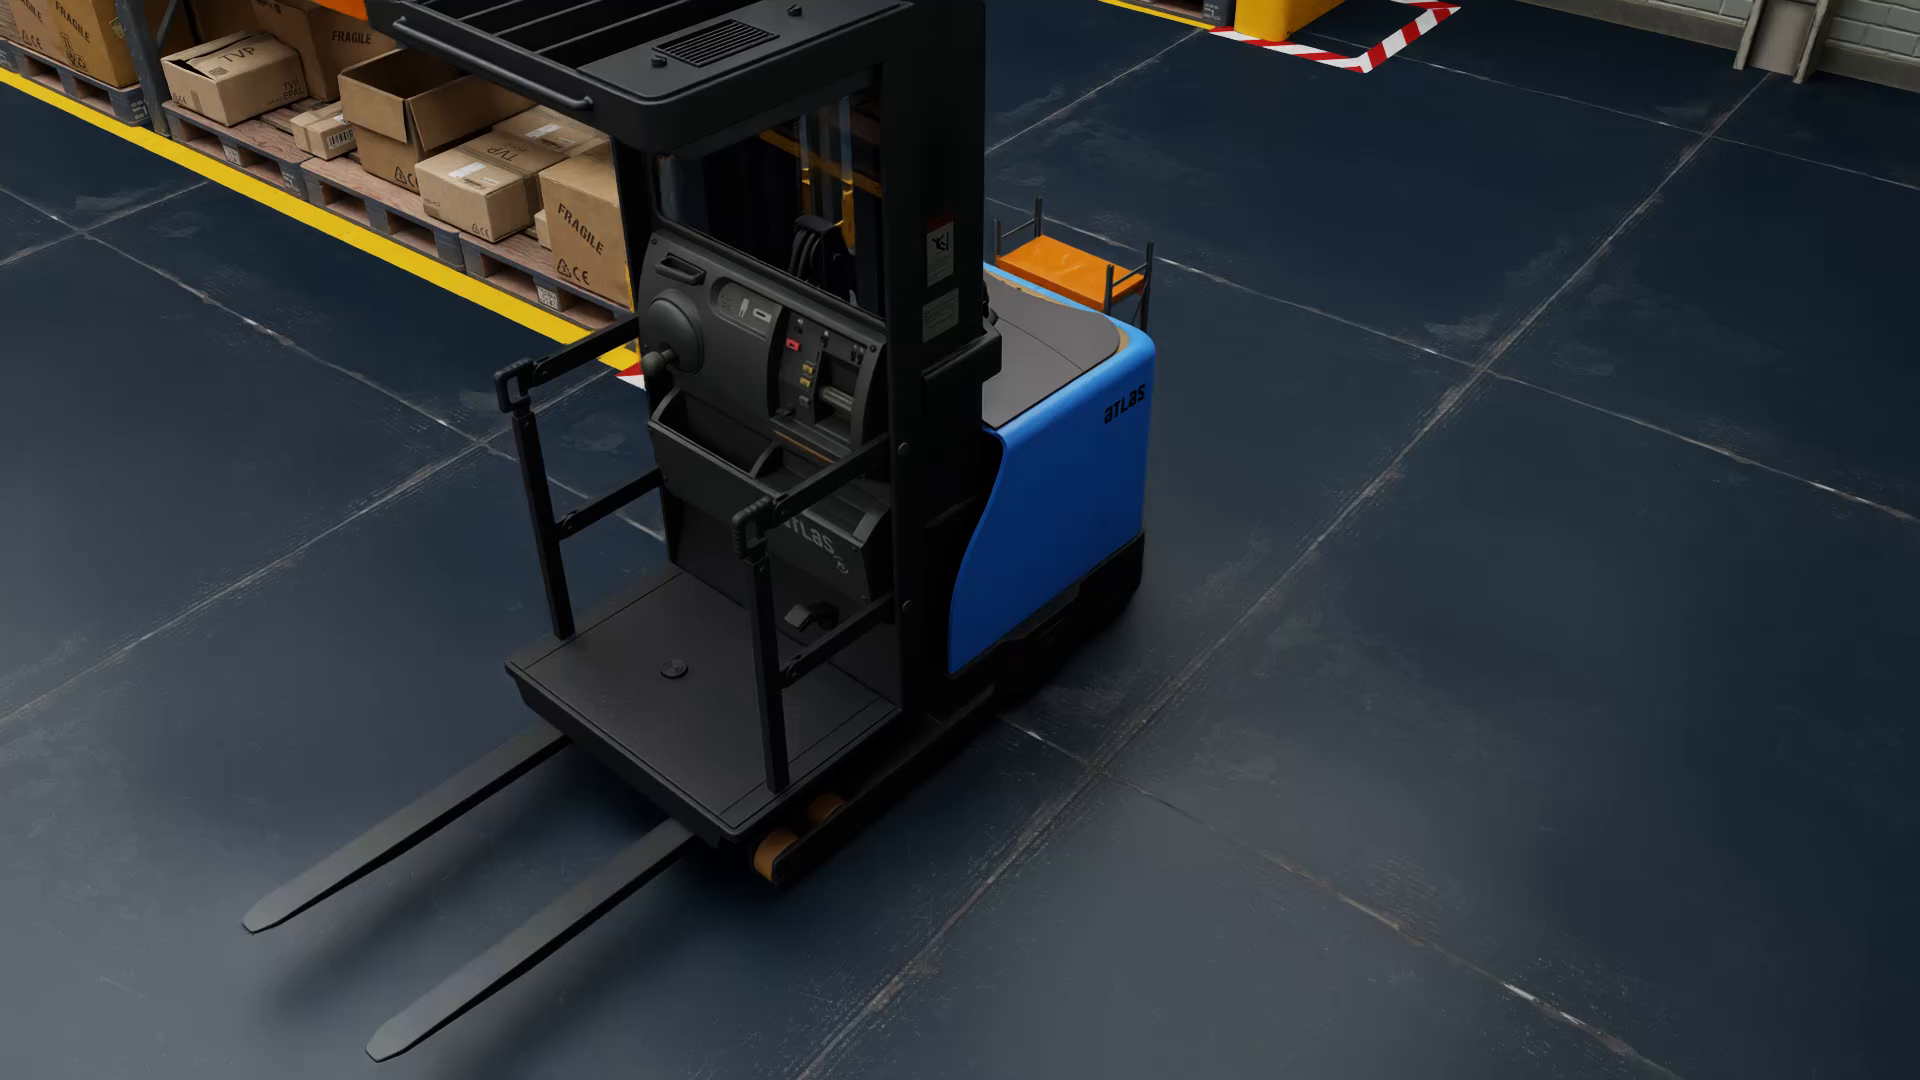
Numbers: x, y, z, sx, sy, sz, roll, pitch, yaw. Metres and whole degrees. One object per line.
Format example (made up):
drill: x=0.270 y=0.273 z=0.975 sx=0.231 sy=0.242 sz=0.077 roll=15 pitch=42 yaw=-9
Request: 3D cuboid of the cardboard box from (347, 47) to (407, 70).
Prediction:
cardboard box: x=-2.825 y=-2.385 z=8.688 sx=0.500 sy=0.311 sz=0.500 roll=25 pitch=45 yaw=29

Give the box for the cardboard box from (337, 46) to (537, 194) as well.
cardboard box: x=-2.551 y=-2.115 z=8.187 sx=0.637 sy=0.503 sz=0.797 roll=25 pitch=45 yaw=29

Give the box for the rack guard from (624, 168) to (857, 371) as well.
rack guard: x=-0.929 y=-1.172 z=7.342 sx=0.348 sy=0.500 sz=1.175 roll=25 pitch=45 yaw=29

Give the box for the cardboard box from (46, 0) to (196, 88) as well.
cardboard box: x=-4.612 y=-2.860 z=9.140 sx=0.500 sy=0.500 sz=0.500 roll=25 pitch=44 yaw=28

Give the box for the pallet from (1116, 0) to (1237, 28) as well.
pallet: x=1.455 y=-3.718 z=10.828 sx=1.213 sy=0.211 sz=1.003 roll=25 pitch=45 yaw=29

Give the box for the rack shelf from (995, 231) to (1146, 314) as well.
rack shelf: x=0.385 y=-0.889 z=5.774 sx=0.480 sy=0.148 sz=0.258 roll=29 pitch=46 yaw=32

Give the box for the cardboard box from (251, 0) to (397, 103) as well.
cardboard box: x=-3.421 y=-2.741 z=8.988 sx=0.500 sy=0.500 sz=0.500 roll=25 pitch=45 yaw=29

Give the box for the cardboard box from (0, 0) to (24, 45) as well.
cardboard box: x=-5.398 y=-3.237 z=9.622 sx=0.500 sy=0.500 sz=0.500 roll=26 pitch=45 yaw=29

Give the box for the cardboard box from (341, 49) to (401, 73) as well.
cardboard box: x=-3.087 y=-2.491 z=8.954 sx=0.250 sy=0.149 sz=0.380 roll=25 pitch=45 yaw=29

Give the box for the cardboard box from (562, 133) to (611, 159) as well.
cardboard box: x=-1.526 y=-1.748 z=7.924 sx=0.500 sy=0.250 sz=0.500 roll=25 pitch=45 yaw=29

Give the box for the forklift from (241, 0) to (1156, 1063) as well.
forklift: x=-0.710 y=-0.489 z=4.497 sx=1.130 sy=2.935 sz=3.031 roll=29 pitch=46 yaw=32

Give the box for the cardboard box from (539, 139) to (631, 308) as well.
cardboard box: x=-1.450 y=-1.400 z=7.276 sx=0.500 sy=0.500 sz=0.500 roll=25 pitch=45 yaw=29

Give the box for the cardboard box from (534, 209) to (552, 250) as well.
cardboard box: x=-1.717 y=-1.464 z=7.629 sx=0.250 sy=0.166 sz=0.380 roll=25 pitch=45 yaw=29

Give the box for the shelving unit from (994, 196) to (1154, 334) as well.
shelving unit: x=0.385 y=-0.579 z=6.016 sx=0.503 sy=1.200 sz=0.258 roll=29 pitch=46 yaw=32

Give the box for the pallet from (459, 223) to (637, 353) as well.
pallet: x=-1.563 y=-1.357 z=7.812 sx=1.213 sy=0.211 sz=1.003 roll=25 pitch=45 yaw=29

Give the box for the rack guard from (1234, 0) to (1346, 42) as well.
rack guard: x=2.157 y=-3.562 z=10.394 sx=0.348 sy=0.500 sz=1.175 roll=25 pitch=45 yaw=29

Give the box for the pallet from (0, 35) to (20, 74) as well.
pallet: x=-5.688 y=-3.271 z=10.257 sx=1.213 sy=0.211 sz=1.003 roll=25 pitch=45 yaw=29

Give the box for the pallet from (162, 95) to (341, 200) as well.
pallet: x=-3.501 y=-2.270 z=8.979 sx=1.213 sy=0.211 sz=1.003 roll=25 pitch=45 yaw=29

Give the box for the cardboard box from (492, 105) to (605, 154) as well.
cardboard box: x=-1.923 y=-1.936 z=8.163 sx=0.500 sy=0.250 sz=0.500 roll=25 pitch=45 yaw=29

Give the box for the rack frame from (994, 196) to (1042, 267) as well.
rack frame: x=0.203 y=-0.680 z=6.145 sx=0.015 sy=1.200 sz=0.240 roll=29 pitch=46 yaw=32

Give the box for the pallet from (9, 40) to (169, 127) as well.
pallet: x=-4.715 y=-2.814 z=9.673 sx=1.213 sy=0.211 sz=1.003 roll=25 pitch=45 yaw=29

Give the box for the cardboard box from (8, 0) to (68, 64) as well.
cardboard box: x=-5.000 y=-3.049 z=9.382 sx=0.500 sy=0.500 sz=0.500 roll=25 pitch=45 yaw=29

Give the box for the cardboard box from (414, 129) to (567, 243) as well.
cardboard box: x=-2.187 y=-1.672 z=7.826 sx=0.500 sy=0.250 sz=0.500 roll=25 pitch=45 yaw=29

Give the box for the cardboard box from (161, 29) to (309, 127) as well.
cardboard box: x=-3.844 y=-2.478 z=8.805 sx=0.500 sy=0.311 sz=0.500 roll=25 pitch=45 yaw=29

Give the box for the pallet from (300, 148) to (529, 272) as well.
pallet: x=-2.528 y=-1.814 z=8.396 sx=1.213 sy=0.211 sz=1.003 roll=25 pitch=45 yaw=29

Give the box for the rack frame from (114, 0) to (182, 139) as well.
rack frame: x=-4.046 y=-3.626 z=8.448 sx=0.127 sy=3.000 sz=1.000 roll=25 pitch=45 yaw=29

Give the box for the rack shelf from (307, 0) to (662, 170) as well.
rack shelf: x=-2.457 y=-2.594 z=7.713 sx=4.000 sy=0.370 sz=1.077 roll=25 pitch=45 yaw=29

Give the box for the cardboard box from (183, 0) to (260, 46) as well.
cardboard box: x=-4.282 y=-3.116 z=9.467 sx=0.500 sy=0.500 sz=0.500 roll=23 pitch=44 yaw=27

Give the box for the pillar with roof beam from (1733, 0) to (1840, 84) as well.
pillar with roof beam: x=2.192 y=-4.222 z=4.342 sx=0.400 sy=9.000 sz=9.100 roll=25 pitch=45 yaw=29

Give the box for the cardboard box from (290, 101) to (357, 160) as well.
cardboard box: x=-3.151 y=-2.102 z=8.442 sx=0.250 sy=0.166 sz=0.380 roll=25 pitch=45 yaw=29

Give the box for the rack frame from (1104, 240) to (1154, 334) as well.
rack frame: x=0.566 y=-0.479 z=5.888 sx=0.015 sy=1.200 sz=0.240 roll=29 pitch=46 yaw=32

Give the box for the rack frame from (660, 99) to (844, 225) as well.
rack frame: x=-0.869 y=-2.128 z=6.535 sx=0.127 sy=3.000 sz=1.000 roll=25 pitch=45 yaw=29
